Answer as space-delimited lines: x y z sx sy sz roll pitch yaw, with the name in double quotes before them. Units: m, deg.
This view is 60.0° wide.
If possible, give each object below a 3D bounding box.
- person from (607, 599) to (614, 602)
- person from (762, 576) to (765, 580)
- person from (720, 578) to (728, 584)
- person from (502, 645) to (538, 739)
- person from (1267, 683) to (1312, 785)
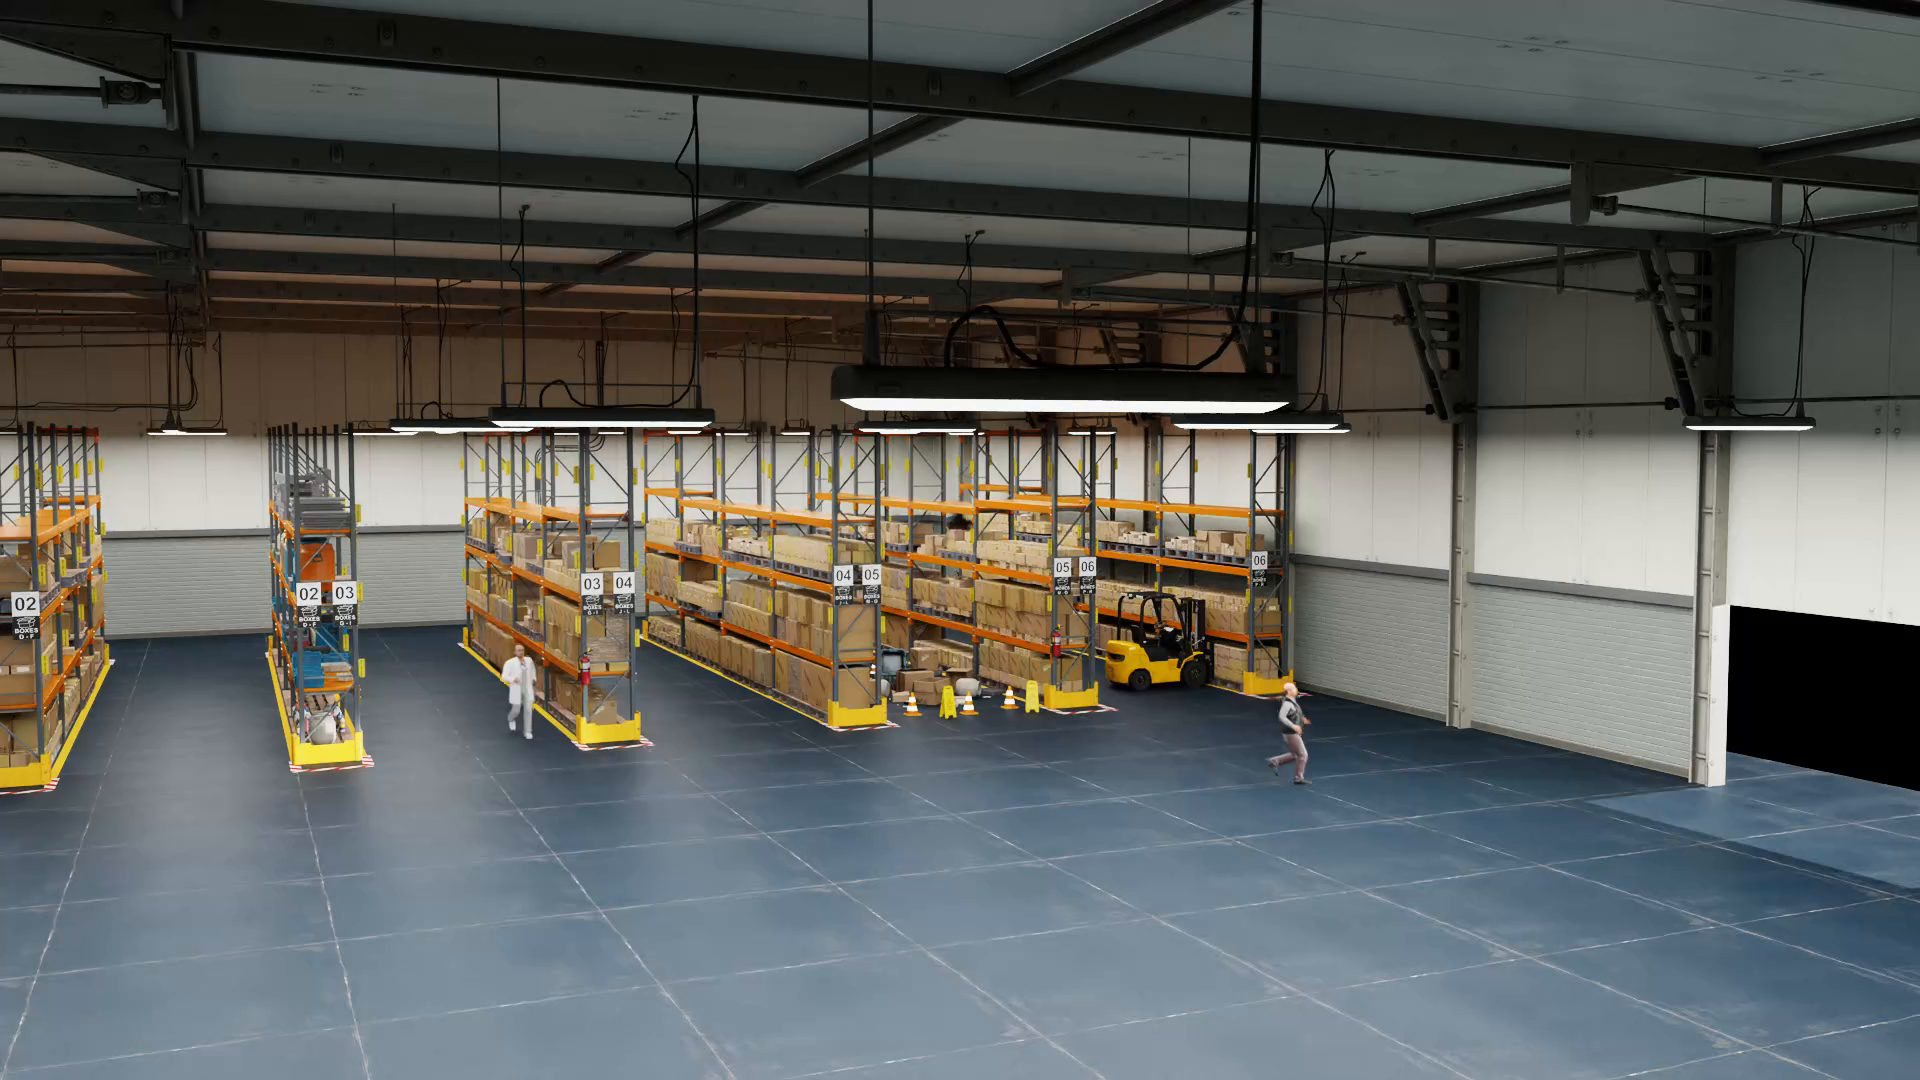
"person" -9.874 2.083 46.457 0.592 1.672 0.842 -1 4 -17
"person" -6.031 1.858 50.609 0.567 1.549 0.536 -1 4 -21
"person" -6.864 1.925 48.288 0.711 1.707 0.600 -2 4 -32
"person" -8.411 2.883 31.841 0.718 1.764 1.024 -2 4 -34
"person" 5.449 3.201 27.495 0.754 1.683 0.666 1 4 16
